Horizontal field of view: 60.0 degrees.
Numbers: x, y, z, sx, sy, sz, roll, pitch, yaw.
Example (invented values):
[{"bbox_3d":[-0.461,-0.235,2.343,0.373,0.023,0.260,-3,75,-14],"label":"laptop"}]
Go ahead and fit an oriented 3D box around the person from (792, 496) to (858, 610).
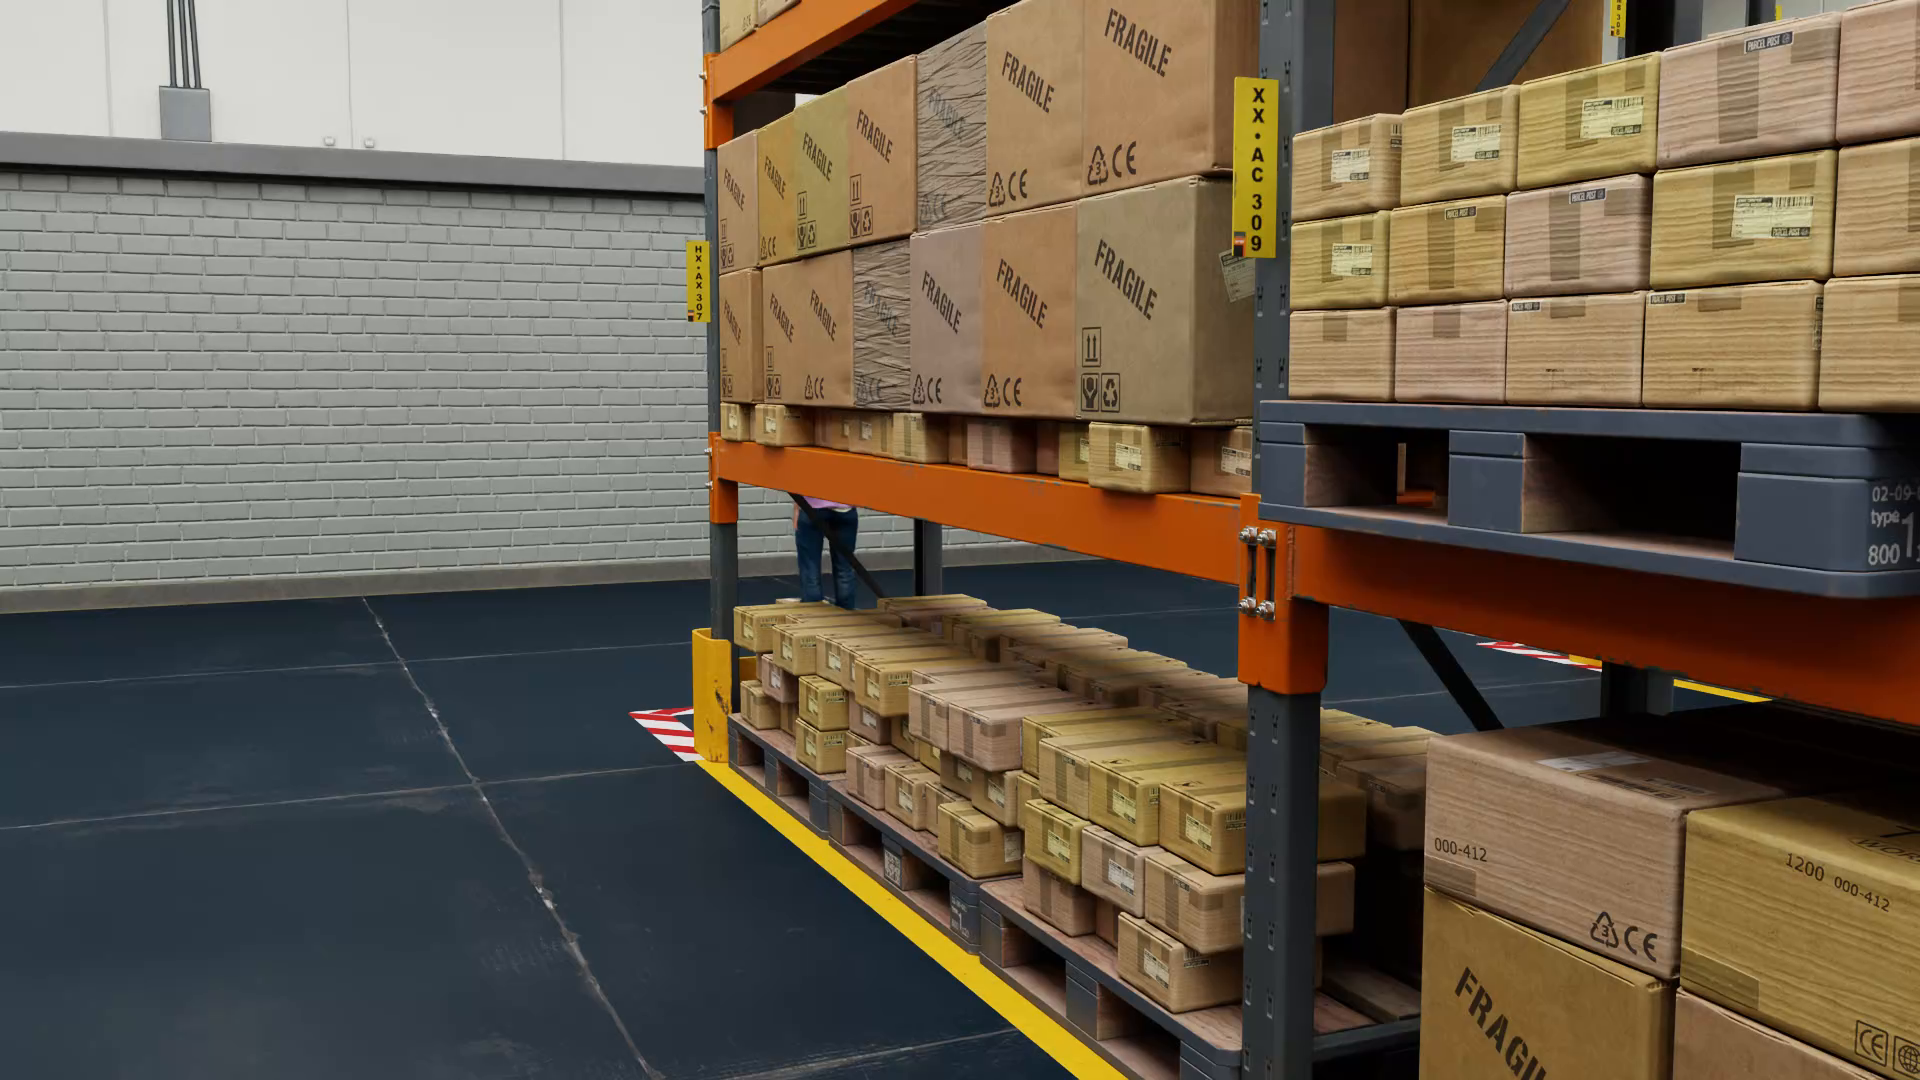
[{"bbox_3d":[-0.749,-0.152,9.238,0.408,1.604,0.330,-2,6,-22],"label":"person"}]
